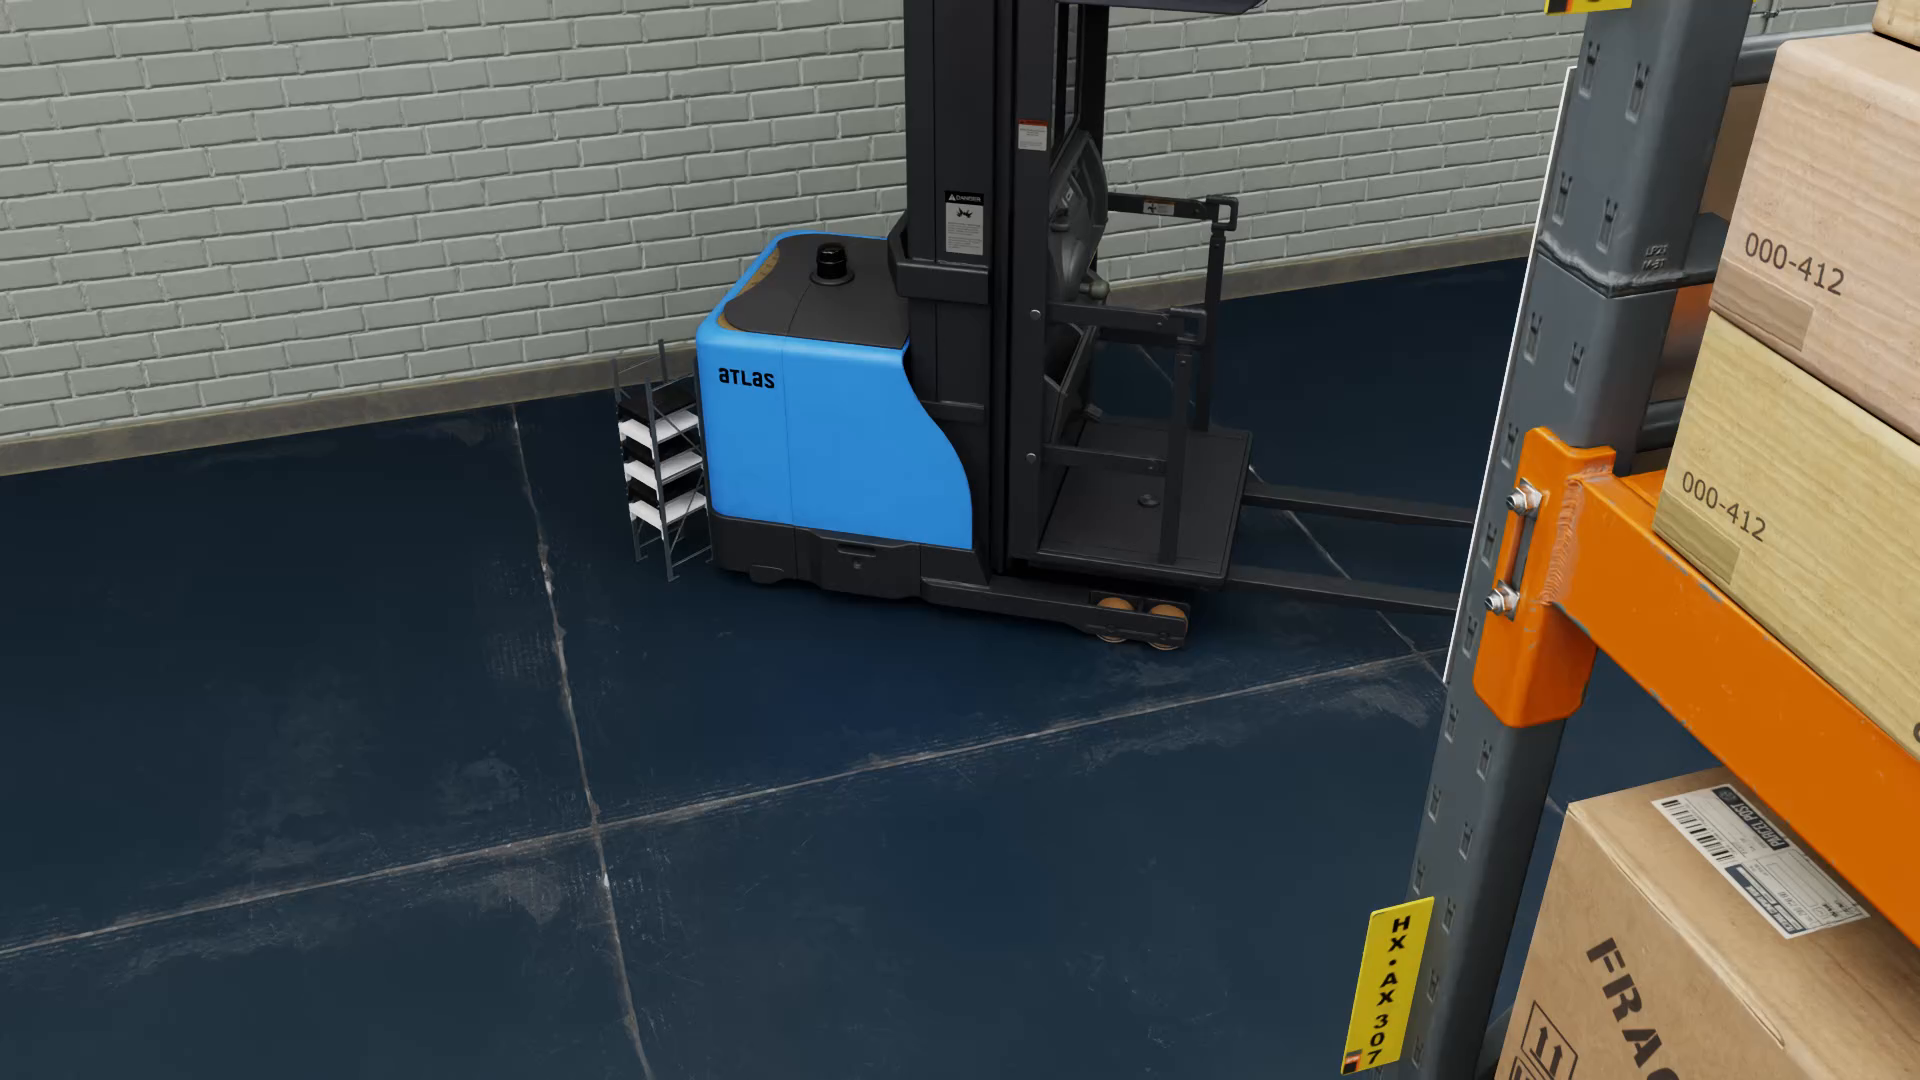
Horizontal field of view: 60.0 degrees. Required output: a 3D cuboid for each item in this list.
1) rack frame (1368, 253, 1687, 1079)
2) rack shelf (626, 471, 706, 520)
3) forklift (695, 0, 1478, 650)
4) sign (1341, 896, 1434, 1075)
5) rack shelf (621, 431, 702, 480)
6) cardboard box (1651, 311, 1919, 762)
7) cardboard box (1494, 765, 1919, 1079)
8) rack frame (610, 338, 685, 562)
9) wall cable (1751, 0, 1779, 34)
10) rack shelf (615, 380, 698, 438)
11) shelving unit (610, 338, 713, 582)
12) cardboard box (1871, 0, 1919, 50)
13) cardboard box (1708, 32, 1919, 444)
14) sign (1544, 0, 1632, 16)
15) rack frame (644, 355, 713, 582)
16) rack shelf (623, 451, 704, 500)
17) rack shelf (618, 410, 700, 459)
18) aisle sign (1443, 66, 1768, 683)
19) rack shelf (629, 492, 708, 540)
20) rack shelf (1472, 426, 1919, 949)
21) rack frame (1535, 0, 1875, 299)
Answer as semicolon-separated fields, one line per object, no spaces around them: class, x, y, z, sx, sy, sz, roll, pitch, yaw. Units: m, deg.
rack frame;1.110;0.891;2.680;1.000;3.000;0.127;-10;35;-15
rack shelf;-1.130;-0.195;6.453;0.200;0.077;0.258;28;42;35
forklift;0.605;-1.141;5.818;3.031;2.935;1.130;8;34;11
sign;0.593;0.621;2.304;0.100;0.325;0.005;-10;35;-15
rack shelf;-1.130;-0.345;6.353;0.200;0.077;0.258;28;42;35
cardboard box;1.003;-0.019;1.473;0.500;0.250;0.500;-9;34;-13
cardboard box;0.994;0.589;1.871;0.500;0.500;0.500;-10;35;-15
rack frame;-1.203;-0.337;6.443;0.006;0.900;0.240;28;42;35
wall cable;4.051;-3.388;8.206;0.585;1.953;0.123;-10;35;-15
rack shelf;-1.130;-0.495;6.254;0.200;0.077;0.258;28;42;35
shelving unit;-1.130;-0.298;6.385;0.210;0.900;0.258;28;42;35
cardboard box;0.992;-0.464;1.332;0.380;0.149;0.250;-10;35;-15
cardboard box;0.999;-0.227;1.334;0.500;0.250;0.500;-9;35;-14
sign;0.593;-0.634;1.474;0.100;0.325;0.005;-10;35;-15
rack frame;-1.056;-0.259;6.326;0.006;0.900;0.240;28;42;35
rack shelf;-1.130;-0.270;6.403;0.200;0.077;0.258;28;42;35
rack shelf;-1.130;-0.420;6.304;0.200;0.077;0.258;28;42;35
aisle sign;0.802;-0.181;1.945;0.394;0.787;0.004;-10;35;-15
rack shelf;-1.130;-0.120;6.502;0.200;0.077;0.258;28;42;35
rack shelf;1.720;0.990;0.463;1.077;0.370;4.000;-10;35;-15
rack frame;1.110;-1.612;1.027;1.000;3.000;0.127;-10;35;-15
